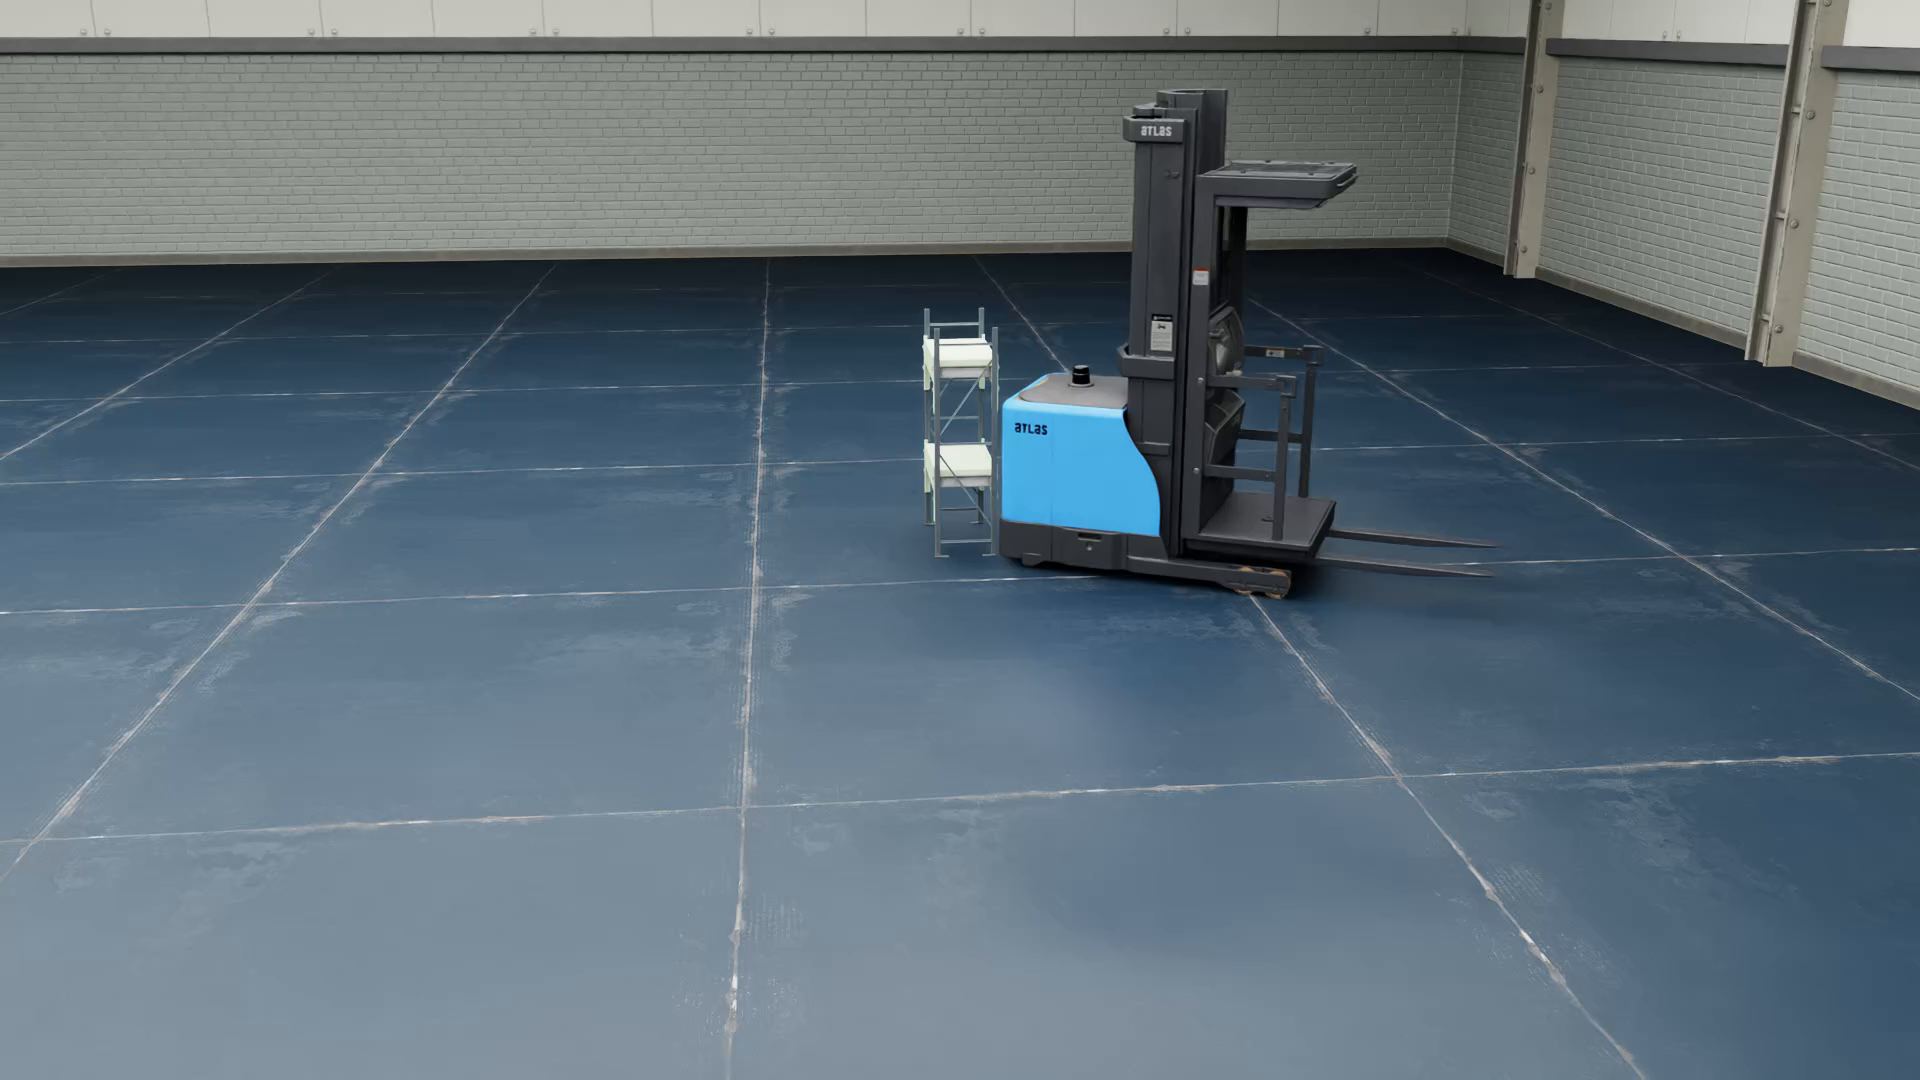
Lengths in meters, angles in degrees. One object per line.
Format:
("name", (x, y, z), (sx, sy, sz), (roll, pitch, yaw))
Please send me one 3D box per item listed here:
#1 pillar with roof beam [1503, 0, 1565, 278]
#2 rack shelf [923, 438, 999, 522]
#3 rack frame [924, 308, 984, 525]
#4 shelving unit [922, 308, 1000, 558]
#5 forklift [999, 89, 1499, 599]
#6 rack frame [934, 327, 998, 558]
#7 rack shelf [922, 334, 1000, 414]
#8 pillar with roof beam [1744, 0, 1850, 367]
("pillar with roof beam", (3.338, -7.756, 20.857), (9.100, 9.000, 0.400), (-2, 18, -6))
("rack shelf", (-0.001, -0.407, 11.056), (0.431, 0.370, 0.720), (-2, 18, -6))
("rack frame", (-0.038, -0.827, 11.306), (0.400, 1.500, 0.023), (-2, 18, -6))
("shelving unit", (-0.001, -0.718, 10.959), (0.431, 1.500, 0.755), (-2, 18, -6))
("forklift", (1.823, -1.223, 10.181), (3.031, 2.935, 1.130), (6, 18, 19))
("rack frame", (0.037, -0.609, 10.611), (0.400, 1.500, 0.023), (-2, 18, -6))
("rack shelf", (-0.001, -1.090, 10.842), (0.431, 0.370, 0.720), (-2, 18, -6))
("pillar with roof beam", (3.957, -5.968, 15.163), (9.100, 9.000, 0.400), (-2, 18, -6))
